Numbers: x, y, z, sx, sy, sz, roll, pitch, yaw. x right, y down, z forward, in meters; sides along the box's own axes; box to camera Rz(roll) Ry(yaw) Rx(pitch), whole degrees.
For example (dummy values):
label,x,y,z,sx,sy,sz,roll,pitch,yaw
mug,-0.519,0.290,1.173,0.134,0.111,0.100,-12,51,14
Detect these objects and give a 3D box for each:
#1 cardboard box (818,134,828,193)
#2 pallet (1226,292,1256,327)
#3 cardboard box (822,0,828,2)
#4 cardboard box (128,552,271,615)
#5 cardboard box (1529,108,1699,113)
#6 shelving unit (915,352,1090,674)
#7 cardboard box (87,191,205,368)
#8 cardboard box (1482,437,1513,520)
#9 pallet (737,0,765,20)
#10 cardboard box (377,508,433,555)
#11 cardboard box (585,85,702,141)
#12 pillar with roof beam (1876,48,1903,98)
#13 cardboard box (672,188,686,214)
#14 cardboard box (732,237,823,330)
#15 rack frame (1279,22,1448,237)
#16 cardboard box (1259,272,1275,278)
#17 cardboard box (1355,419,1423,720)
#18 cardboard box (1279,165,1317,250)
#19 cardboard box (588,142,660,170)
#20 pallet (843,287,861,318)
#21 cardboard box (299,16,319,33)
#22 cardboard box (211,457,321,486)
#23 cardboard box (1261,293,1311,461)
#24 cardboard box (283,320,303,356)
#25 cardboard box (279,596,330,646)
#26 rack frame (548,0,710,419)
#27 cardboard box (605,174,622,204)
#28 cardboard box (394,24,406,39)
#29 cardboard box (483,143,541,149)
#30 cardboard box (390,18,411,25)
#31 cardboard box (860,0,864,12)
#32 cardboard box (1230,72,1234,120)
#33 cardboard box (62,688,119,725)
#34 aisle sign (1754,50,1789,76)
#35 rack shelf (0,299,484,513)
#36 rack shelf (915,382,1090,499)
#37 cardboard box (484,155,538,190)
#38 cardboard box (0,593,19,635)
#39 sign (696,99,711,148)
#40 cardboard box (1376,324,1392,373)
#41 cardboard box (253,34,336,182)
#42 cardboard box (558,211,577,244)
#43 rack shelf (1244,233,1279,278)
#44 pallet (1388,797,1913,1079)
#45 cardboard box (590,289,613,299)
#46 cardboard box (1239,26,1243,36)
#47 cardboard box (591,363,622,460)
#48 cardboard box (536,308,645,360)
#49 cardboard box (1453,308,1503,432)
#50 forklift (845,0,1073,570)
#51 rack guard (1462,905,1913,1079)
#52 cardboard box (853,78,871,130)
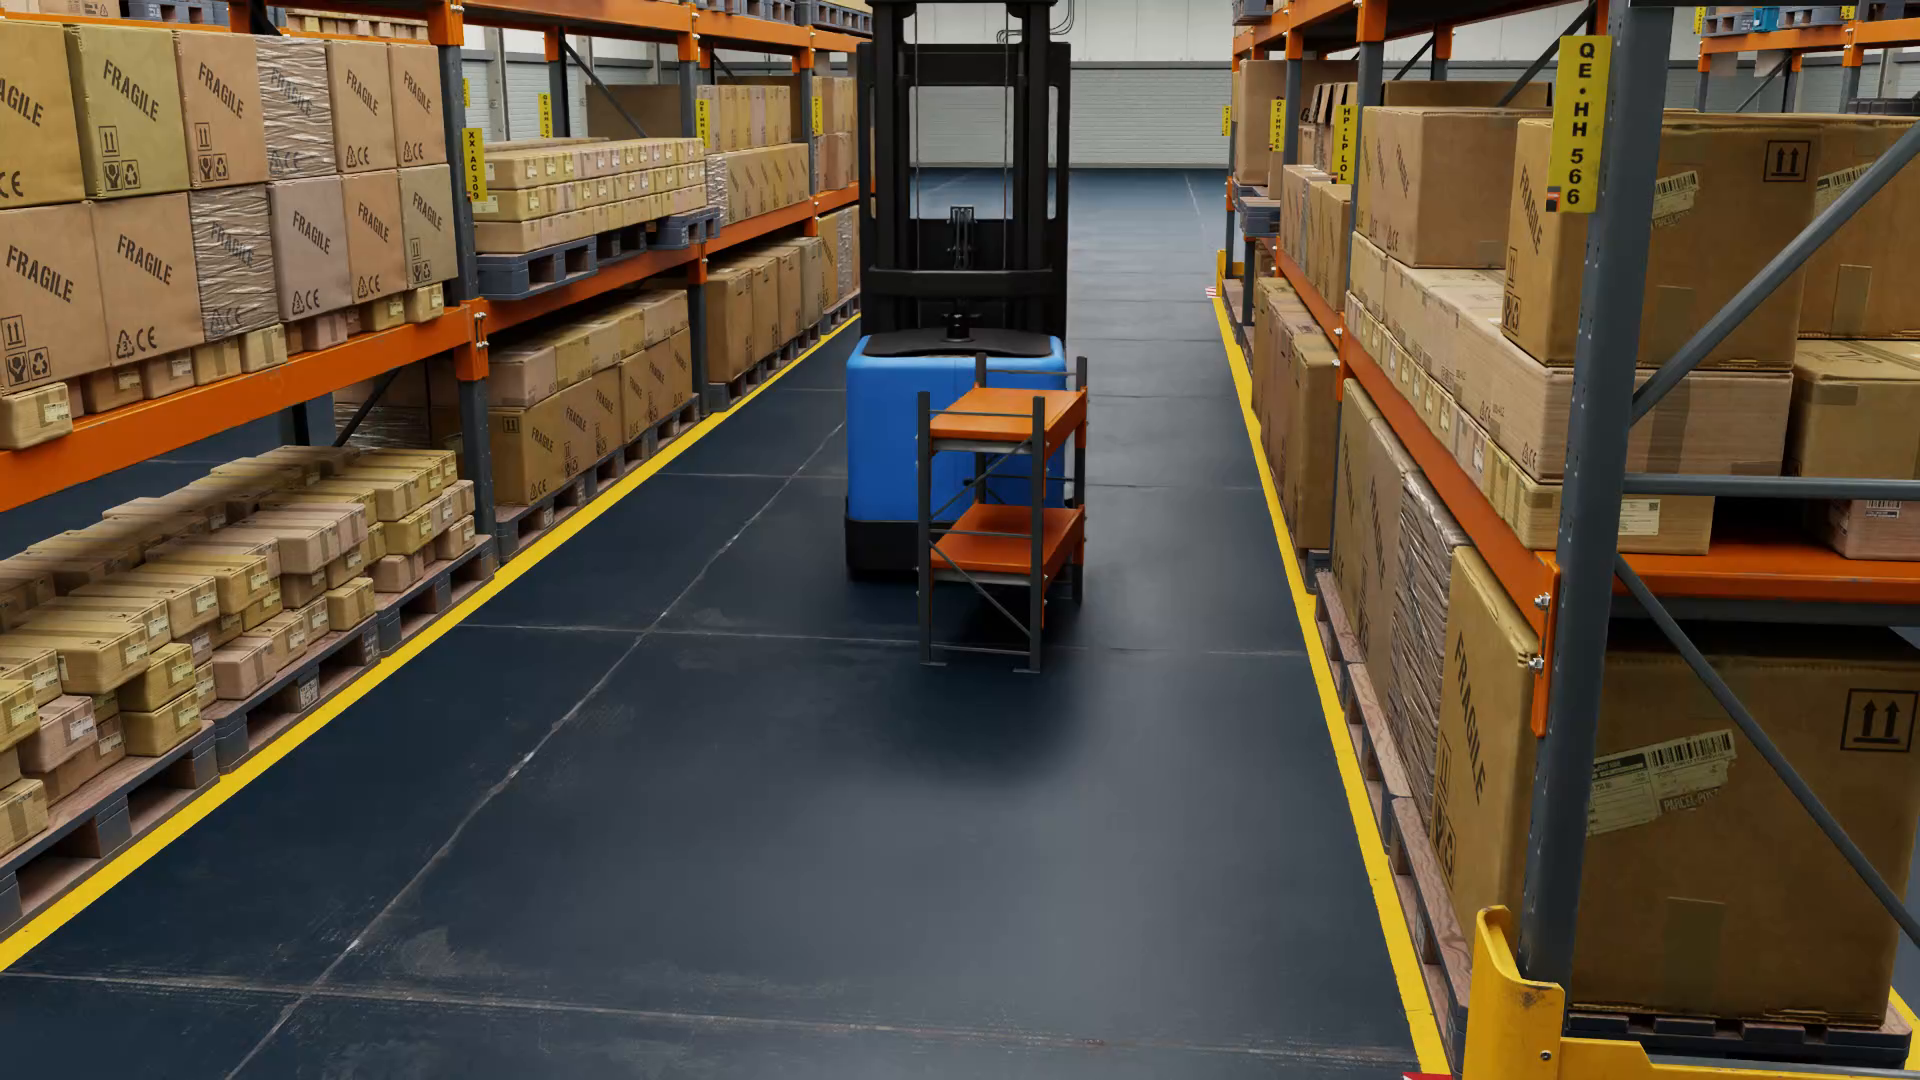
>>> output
label,x,y,z,sx,sy,sz,roll,pitch,yaw
cardboard box,-1.781,-3.690,16.274,0.875,0.550,0.550,2,15,6
pallet,3.243,-2.352,16.957,1.003,0.211,1.213,2,15,6
cardboard box,-1.444,-5.107,15.543,0.380,0.149,0.250,2,15,6
cardboard box,-2.679,0.153,5.868,0.380,0.149,0.250,2,15,7
cardboard box,2.317,-1.307,6.031,0.500,0.500,0.500,2,15,7
shelving unit,0.198,-0.152,7.068,0.538,1.125,1.048,4,16,13
cardboard box,-2.776,-0.832,5.232,0.500,0.500,0.500,2,15,7
cardboard box,1.453,-0.142,3.921,0.380,0.149,0.250,2,15,7
pallet,-2.158,-4.156,12.901,1.003,0.211,1.213,2,15,9
cardboard box,-2.503,-0.042,7.157,0.380,0.149,0.250,1,15,4
cardboard box,-2.241,-2.988,11.858,0.700,0.500,0.500,2,15,6
pillar with roof beam,17.494,-12.846,38.929,9.100,9.000,0.400,2,15,6
cardboard box,-1.959,-2.150,10.542,0.380,0.149,0.250,2,15,7
cardboard box,-1.831,-2.331,15.042,1.050,0.750,0.750,2,15,6
rack frame,2.615,-2.168,10.935,1.000,3.000,0.127,2,15,6
cardboard box,2.976,-2.053,14.454,0.700,0.500,0.500,1,15,2
cardboard box,1.909,0.094,5.833,0.875,0.875,0.875,2,15,6
cardboard box,2.290,-2.099,10.485,0.500,0.500,0.500,2,15,8
cardboard box,-2.021,-2.304,9.973,0.380,0.149,0.250,2,15,6
pallet,-1.551,-2.544,17.667,1.003,0.211,1.213,2,15,6
cardboard box,-6.413,-4.964,16.009,0.380,0.149,0.250,2,15,6
cardboard box,-3.088,-0.264,7.409,0.380,0.149,0.250,2,15,9
cardboard box,2.409,-0.936,9.643,1.225,0.875,0.875,2,15,6
cardboard box,-2.699,-0.761,6.213,0.380,0.149,0.250,1,15,5
cardboard box,-2.672,0.316,6.404,0.380,0.149,0.250,2,15,7
rack frame,-2.301,-2.341,11.572,1.000,3.000,0.127,2,15,6
cardboard box,-2.108,-1.957,9.261,0.380,0.149,0.250,1,15,5
cardboard box,-6.226,-5.498,17.983,0.380,0.149,0.250,2,15,6
cardboard box,-2.693,-2.254,9.789,0.380,0.149,0.250,2,15,8
cardboard box,-6.230,-5.649,17.776,0.500,0.250,0.500,2,15,8
cardboard box,-1.214,-5.633,17.486,0.380,0.149,0.250,1,15,5
cardboard box,3.185,-4.783,17.928,0.500,0.500,0.500,2,15,6
cardboard box,-2.863,0.500,5.152,0.380,0.149,0.250,2,15,7
aisle sign,8.743,-5.362,17.766,0.394,0.787,0.004,2,15,6
rack shelf,-2.979,-0.437,5.911,1.077,0.370,4.000,2,15,6
rack shelf,0.198,-0.434,6.992,0.538,0.278,1.000,4,16,13
cardboard box,-2.251,-1.760,7.963,0.380,0.149,0.250,2,15,9
cardboard box,-3.316,0.276,5.412,0.380,0.149,0.250,1,15,4
sign,-1.761,-2.848,11.381,0.100,0.325,0.005,2,15,6
cardboard box,1.685,-0.672,5.881,0.380,0.149,0.250,1,15,5
cardboard box,-2.662,-1.581,6.087,0.500,0.500,0.500,2,15,8
cardboard box,-2.194,-1.610,8.547,0.380,0.149,0.250,2,15,7
rack shelf,2.841,-2.340,12.947,1.077,0.370,4.000,2,15,6
pallet,1.725,1.043,4.401,1.003,0.211,1.213,2,15,6
cardboard box,-2.620,-1.527,11.110,0.500,0.250,0.500,1,15,4
cardboard box,3.095,-5.239,16.832,0.500,0.250,0.500,2,15,6
cardboard box,-2.302,-0.757,9.698,0.500,0.500,0.500,2,15,7
cardboard box,-2.237,-1.251,10.089,0.500,0.250,0.500,2,15,8
cardboard box,1.562,-0.430,4.222,0.500,0.250,0.500,1,15,5
forklift,0.027,-1.594,8.943,1.130,2.935,3.031,0,15,2
rack guard,1.710,1.119,3.565,1.175,0.500,0.348,2,15,6
cardboard box,-1.450,-4.769,18.195,0.875,0.550,0.550,2,15,6
